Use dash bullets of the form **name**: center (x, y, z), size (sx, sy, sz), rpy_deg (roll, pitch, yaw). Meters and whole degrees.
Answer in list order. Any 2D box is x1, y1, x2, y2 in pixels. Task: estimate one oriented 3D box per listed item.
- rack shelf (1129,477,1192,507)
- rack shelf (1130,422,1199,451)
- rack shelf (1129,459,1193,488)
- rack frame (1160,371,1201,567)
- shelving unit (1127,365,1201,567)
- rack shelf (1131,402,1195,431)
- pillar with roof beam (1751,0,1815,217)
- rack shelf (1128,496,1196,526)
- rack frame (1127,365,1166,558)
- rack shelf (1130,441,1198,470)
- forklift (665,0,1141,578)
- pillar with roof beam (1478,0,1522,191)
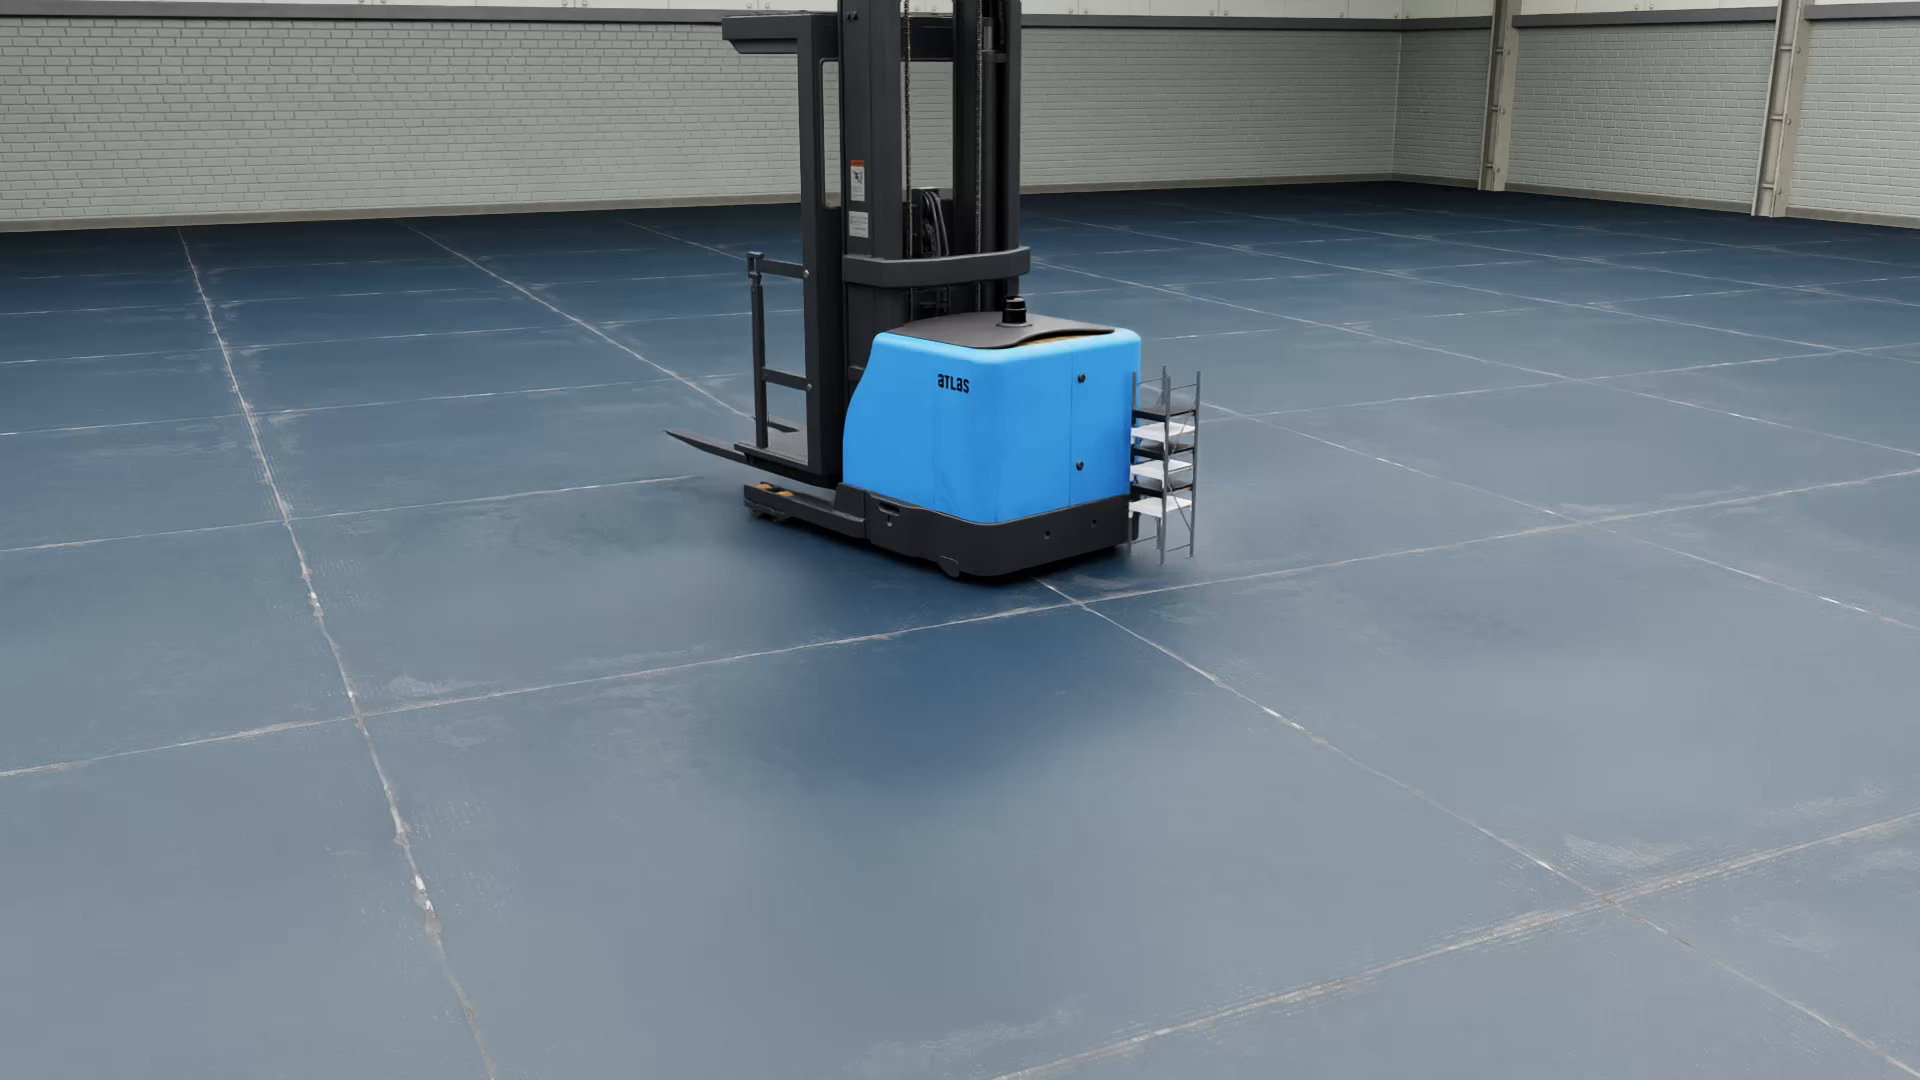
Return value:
- **rack shelf**: center (0.960, -0.233, 7.878), size (0.258, 0.077, 0.200), rpy_deg (-15, 22, -42)
- **rack shelf**: center (0.960, -0.492, 7.803), size (0.258, 0.077, 0.200), rpy_deg (-15, 22, -42)
- **rack shelf**: center (0.960, -0.319, 7.853), size (0.258, 0.077, 0.200), rpy_deg (-15, 22, -42)
- **rack frame**: center (1.031, -0.331, 7.773), size (0.240, 0.900, 0.006), rpy_deg (-15, 22, -42)
- **shelving unit**: center (0.960, -0.351, 7.843), size (0.258, 0.900, 0.210), rpy_deg (-15, 22, -42)
- **rack shelf**: center (0.960, -0.579, 7.778), size (0.258, 0.077, 0.200), rpy_deg (-15, 22, -42)
- **pillar with roof beam**: center (8.640, -8.821, 22.676), size (9.100, 9.000, 0.400), rpy_deg (-8, 18, -25)
- **rack shelf**: center (0.960, -0.146, 7.902), size (0.258, 0.077, 0.200), rpy_deg (-15, 22, -42)
- **rack frame**: center (0.889, -0.371, 7.913), size (0.240, 0.900, 0.006), rpy_deg (-15, 22, -42)
- **rack shelf**: center (0.960, -0.406, 7.828), size (0.258, 0.077, 0.200), rpy_deg (-15, 22, -42)
- **forklift**: center (-0.477, -1.576, 8.428), size (1.130, 2.935, 3.031), rpy_deg (-13, 21, -39)
- **pillar with roof beam**: center (6.012, -10.309, 27.861), size (9.100, 9.000, 0.400), rpy_deg (-8, 18, -25)
